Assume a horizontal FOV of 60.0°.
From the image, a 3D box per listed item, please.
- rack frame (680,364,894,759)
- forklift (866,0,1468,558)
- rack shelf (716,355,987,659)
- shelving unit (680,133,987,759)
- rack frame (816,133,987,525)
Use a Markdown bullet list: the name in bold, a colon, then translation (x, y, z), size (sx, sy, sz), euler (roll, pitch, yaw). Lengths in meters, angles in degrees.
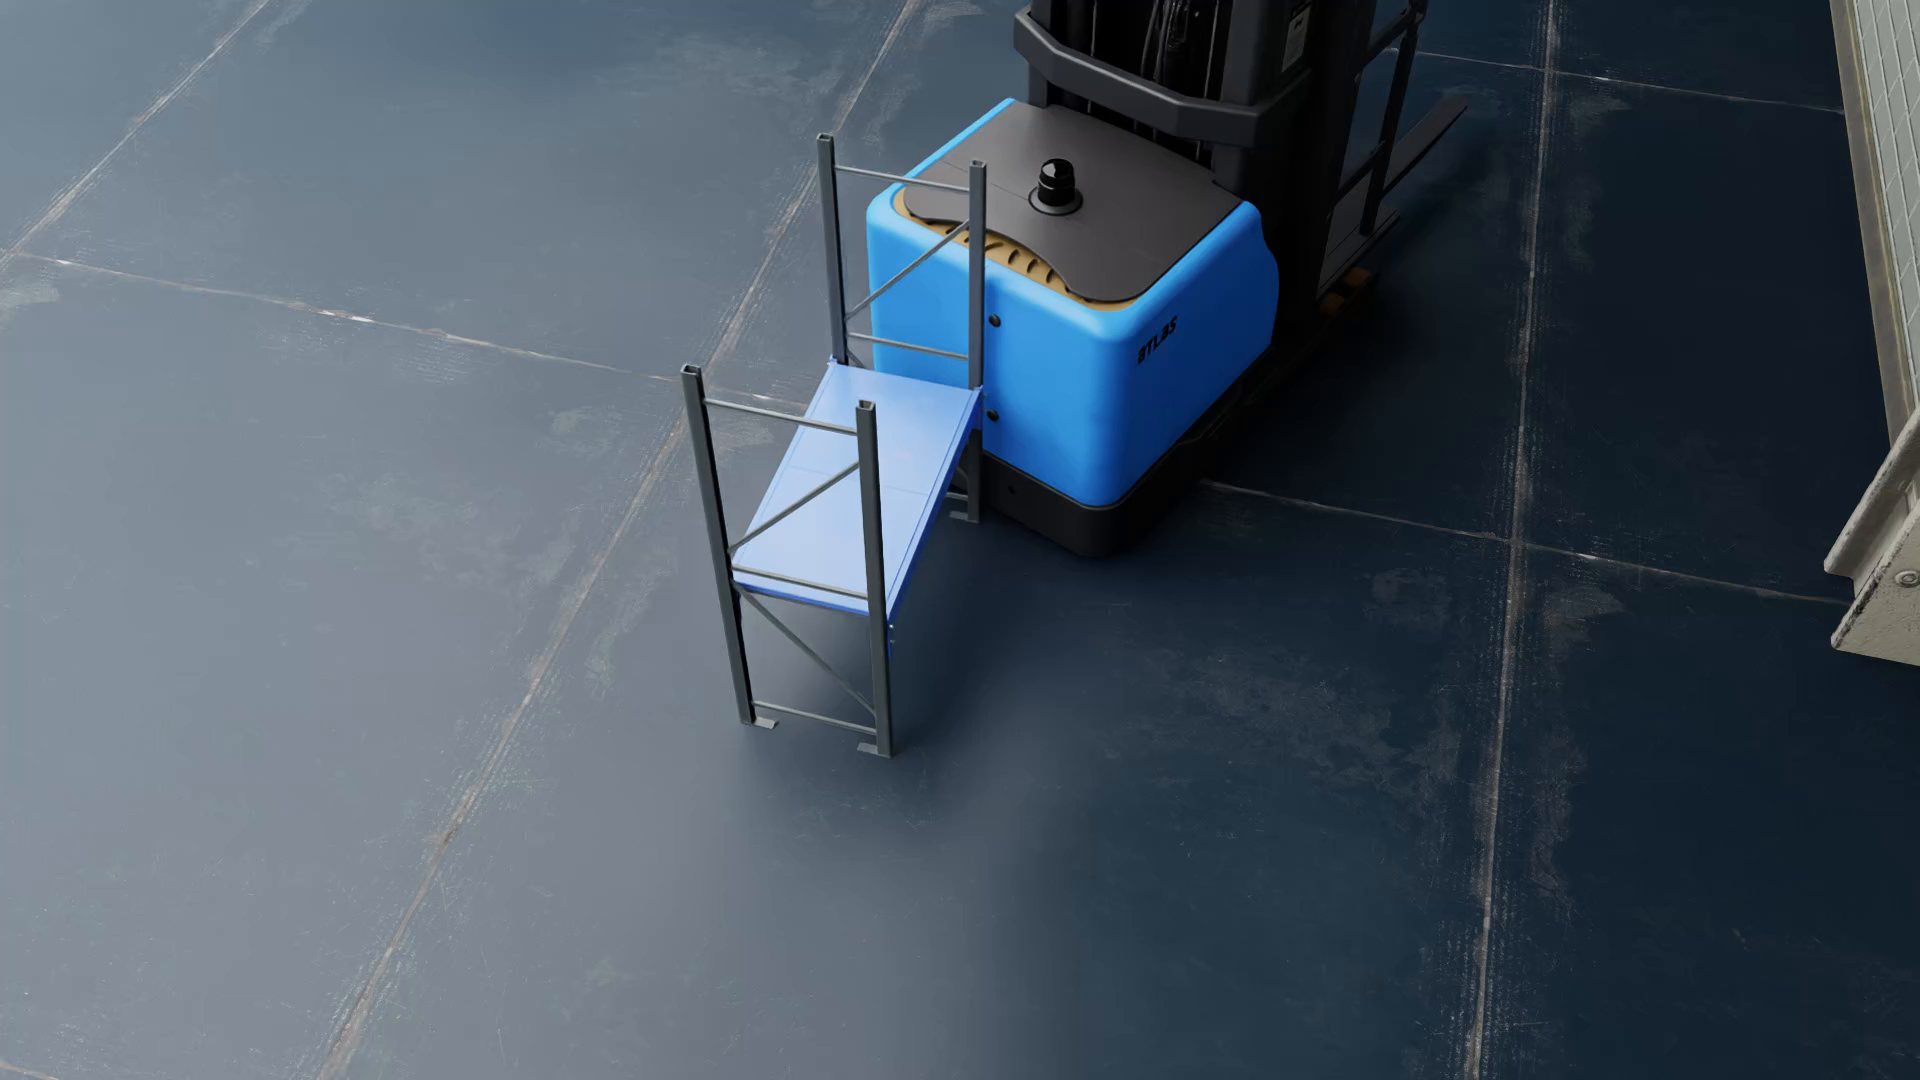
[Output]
- **rack frame**: translation (-0.450, 0.120, 4.644), size (0.500, 1.500, 0.032), euler (12, 50, 11)
- **forklift**: translation (0.985, -1.968, 5.532), size (1.130, 2.935, 3.031), euler (30, 55, 24)
- **rack shelf**: translation (-0.309, -0.128, 5.102), size (0.538, 0.185, 1.000), euler (12, 50, 11)
- **shelving unit**: translation (-0.309, -0.247, 4.967), size (0.538, 1.500, 1.048), euler (12, 50, 11)
- **rack frame**: translation (-0.169, -0.613, 5.291), size (0.500, 1.500, 0.032), euler (12, 50, 11)
